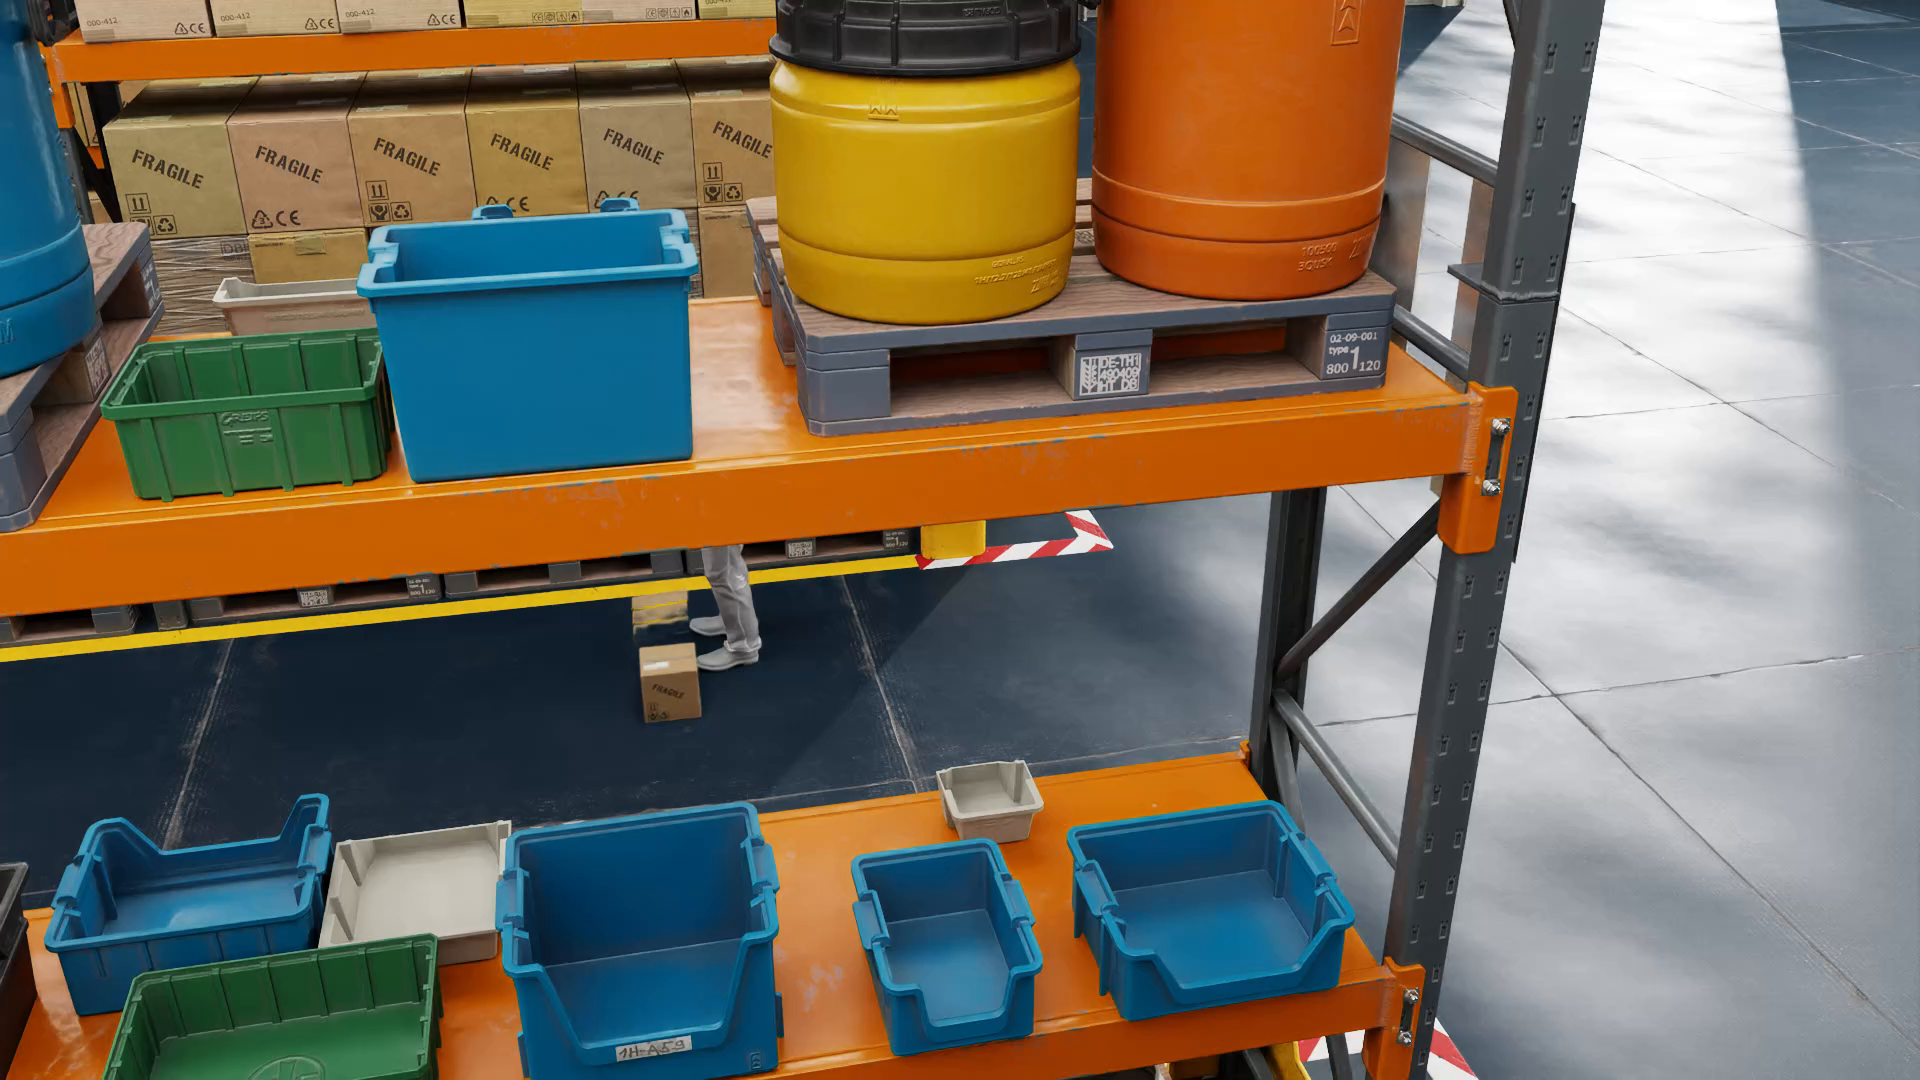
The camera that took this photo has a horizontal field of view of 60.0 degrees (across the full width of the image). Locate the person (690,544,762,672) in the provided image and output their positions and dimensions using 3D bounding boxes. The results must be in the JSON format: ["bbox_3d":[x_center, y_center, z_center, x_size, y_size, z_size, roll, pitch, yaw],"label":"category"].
[{"bbox_3d":[-1.102,-0.250,7.595,0.459,1.760,0.616,-5,27,-10],"label":"person"}]
